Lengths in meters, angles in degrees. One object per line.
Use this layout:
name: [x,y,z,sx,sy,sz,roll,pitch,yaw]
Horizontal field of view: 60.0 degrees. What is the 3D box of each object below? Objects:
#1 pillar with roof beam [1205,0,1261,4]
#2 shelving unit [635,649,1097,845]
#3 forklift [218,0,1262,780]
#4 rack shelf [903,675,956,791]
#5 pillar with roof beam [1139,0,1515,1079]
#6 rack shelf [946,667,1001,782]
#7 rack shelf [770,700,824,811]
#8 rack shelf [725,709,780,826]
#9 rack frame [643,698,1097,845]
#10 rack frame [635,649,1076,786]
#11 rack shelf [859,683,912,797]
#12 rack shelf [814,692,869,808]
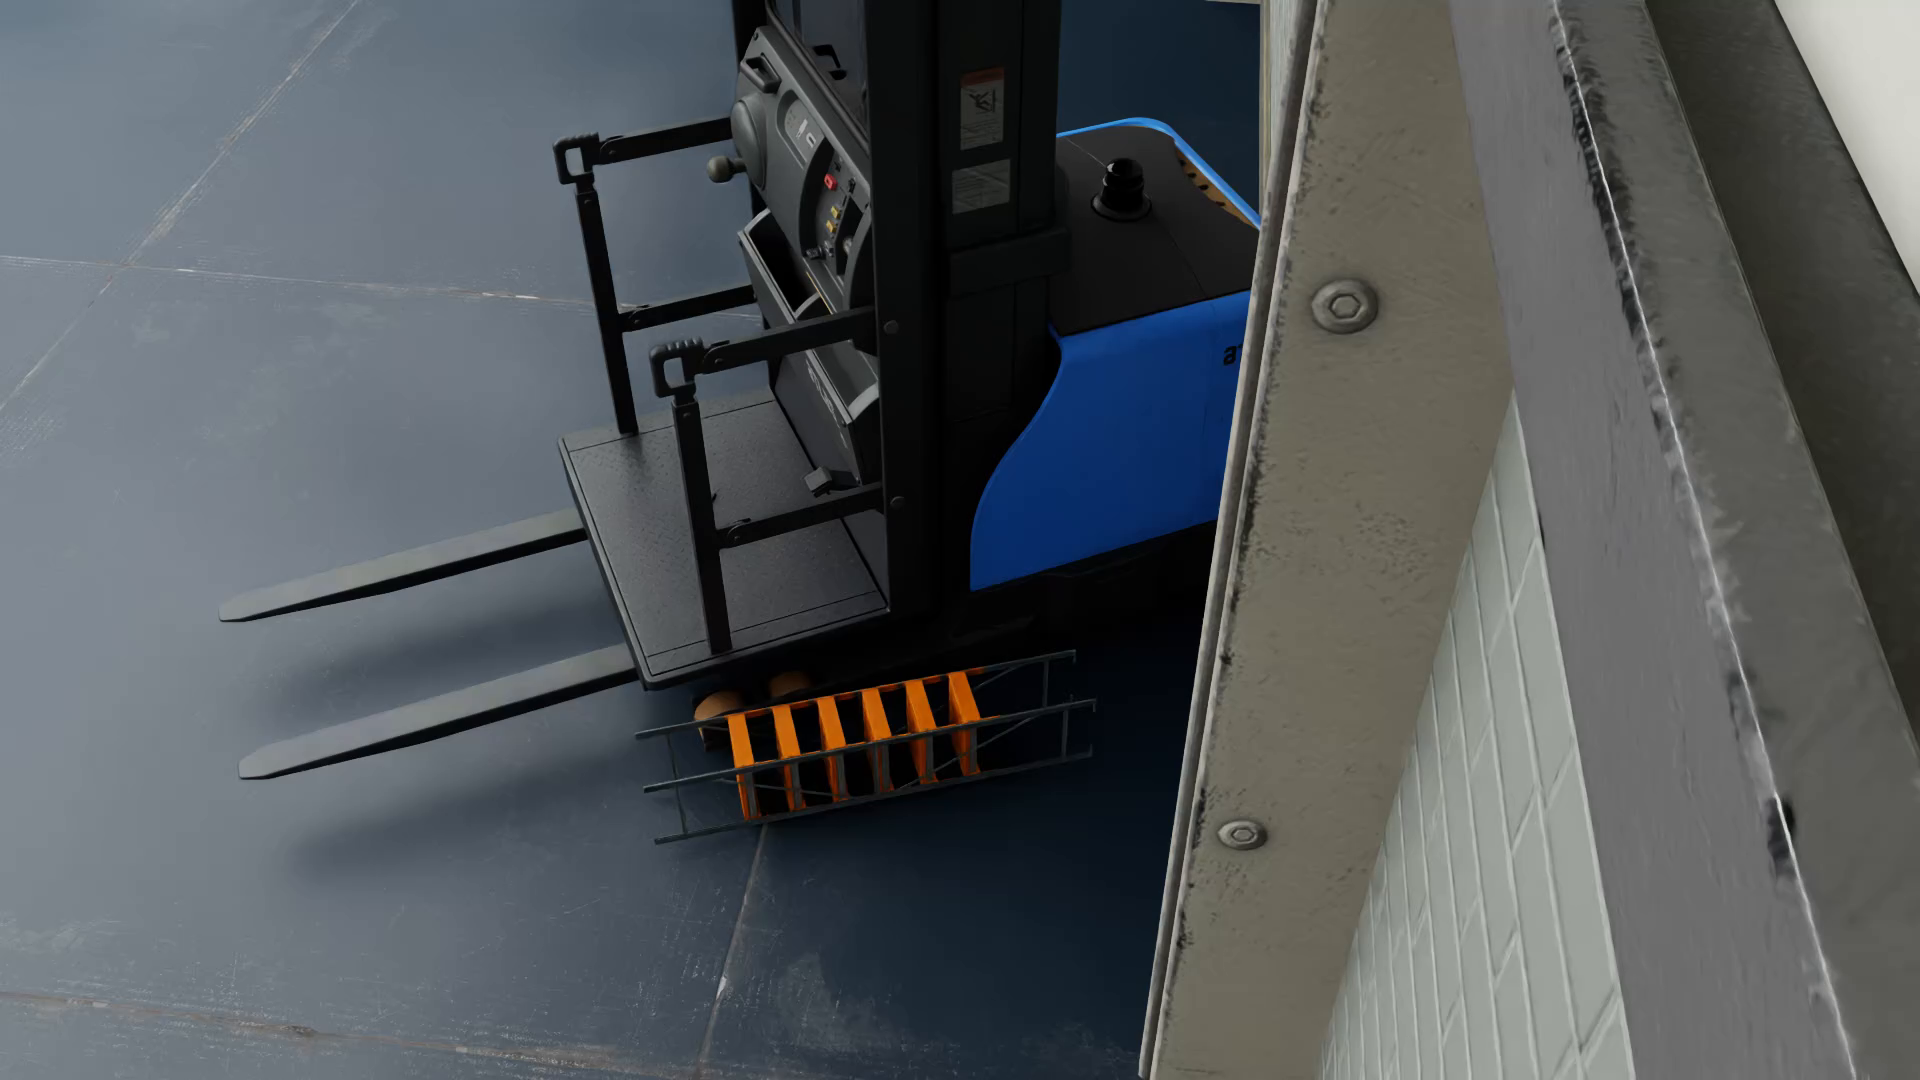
pillar with roof beam: [-2.919,-6.372,5.435,9.100,9.000,0.400,5,44,6]
shelving unit: [-0.241,0.549,4.456,1.200,0.258,0.189,-10,44,-10]
forklift: [-0.582,-0.898,4.067,3.031,2.935,1.130,-16,46,-16]
rack shelf: [-0.082,0.521,4.485,0.103,0.258,0.180,-10,44,-10]
pillar with roof beam: [-3.712,-2.283,1.116,9.100,9.000,0.400,5,44,6]
rack shelf: [0.035,0.501,4.507,0.103,0.258,0.180,-10,44,-10]
rack shelf: [-0.431,0.582,4.421,0.103,0.258,0.180,-10,44,-10]
rack shelf: [-0.547,0.603,4.399,0.103,0.258,0.180,-10,44,-10]
rack frame: [-0.218,0.610,4.392,1.200,0.240,0.006,-10,44,-10]
rack frame: [-0.264,0.488,4.520,1.200,0.240,0.006,-10,44,-10]
rack shelf: [-0.198,0.542,4.464,0.103,0.258,0.180,-10,44,-10]
rack shelf: [-0.314,0.562,4.442,0.103,0.258,0.180,-10,44,-10]
